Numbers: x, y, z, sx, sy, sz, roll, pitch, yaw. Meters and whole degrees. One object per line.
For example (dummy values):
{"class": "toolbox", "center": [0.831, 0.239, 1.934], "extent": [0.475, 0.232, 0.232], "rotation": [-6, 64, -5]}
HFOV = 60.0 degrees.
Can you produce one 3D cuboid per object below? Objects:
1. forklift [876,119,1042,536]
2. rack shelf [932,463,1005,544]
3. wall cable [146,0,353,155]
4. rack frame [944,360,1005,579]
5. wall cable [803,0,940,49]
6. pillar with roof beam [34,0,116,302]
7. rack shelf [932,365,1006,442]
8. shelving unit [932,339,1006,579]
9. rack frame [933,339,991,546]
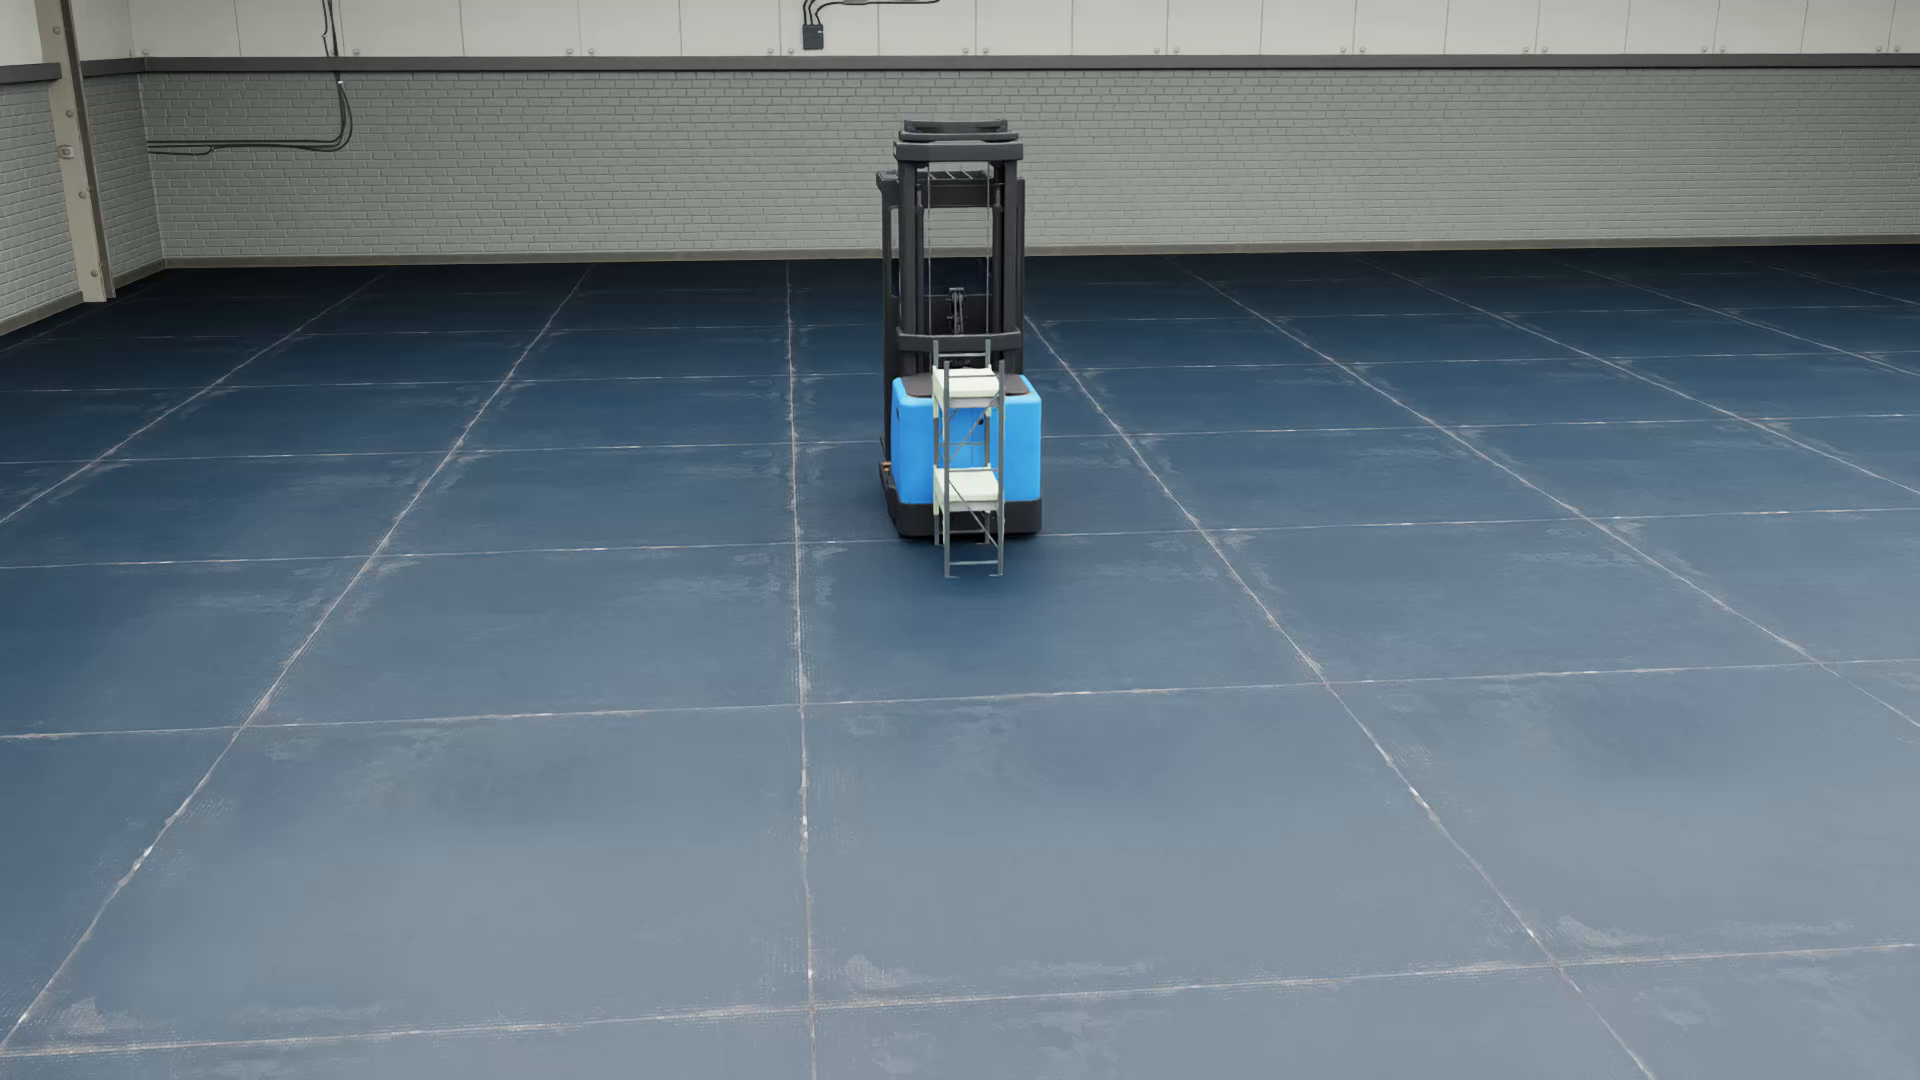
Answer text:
{"class": "forklift", "center": [-0.077, -1.822, 13.086], "extent": [1.130, 2.935, 3.031], "rotation": [-2, 18, -6]}
{"class": "rack shelf", "center": [0.054, -0.259, 11.585], "extent": [0.431, 0.370, 0.720], "rotation": [-2, 18, -6]}
{"class": "wall cable", "center": [-10.684, -6.996, 24.623], "extent": [3.097, 2.526, 0.112], "rotation": [-2, 18, -6]}
{"class": "rack frame", "center": [0.094, -0.461, 11.141], "extent": [0.400, 1.500, 0.023], "rotation": [-2, 18, -6]}
{"class": "wall cable", "center": [-1.239, -10.389, 24.567], "extent": [2.305, 6.003, 0.169], "rotation": [-2, 18, -6]}
{"class": "pillar with roof beam", "center": [-7.413, -7.692, 21.655], "extent": [9.100, 9.000, 0.400], "rotation": [-2, 18, -6]}
{"class": "rack shelf", "center": [0.054, -0.942, 11.371], "extent": [0.431, 0.370, 0.720], "rotation": [-2, 18, -6]}
{"class": "shelving unit", "center": [0.054, -0.570, 11.488], "extent": [0.431, 1.500, 0.755], "rotation": [-2, 18, -6]}
{"class": "rack frame", "center": [0.014, -0.679, 11.835], "extent": [0.400, 1.500, 0.023], "rotation": [-2, 18, -6]}
